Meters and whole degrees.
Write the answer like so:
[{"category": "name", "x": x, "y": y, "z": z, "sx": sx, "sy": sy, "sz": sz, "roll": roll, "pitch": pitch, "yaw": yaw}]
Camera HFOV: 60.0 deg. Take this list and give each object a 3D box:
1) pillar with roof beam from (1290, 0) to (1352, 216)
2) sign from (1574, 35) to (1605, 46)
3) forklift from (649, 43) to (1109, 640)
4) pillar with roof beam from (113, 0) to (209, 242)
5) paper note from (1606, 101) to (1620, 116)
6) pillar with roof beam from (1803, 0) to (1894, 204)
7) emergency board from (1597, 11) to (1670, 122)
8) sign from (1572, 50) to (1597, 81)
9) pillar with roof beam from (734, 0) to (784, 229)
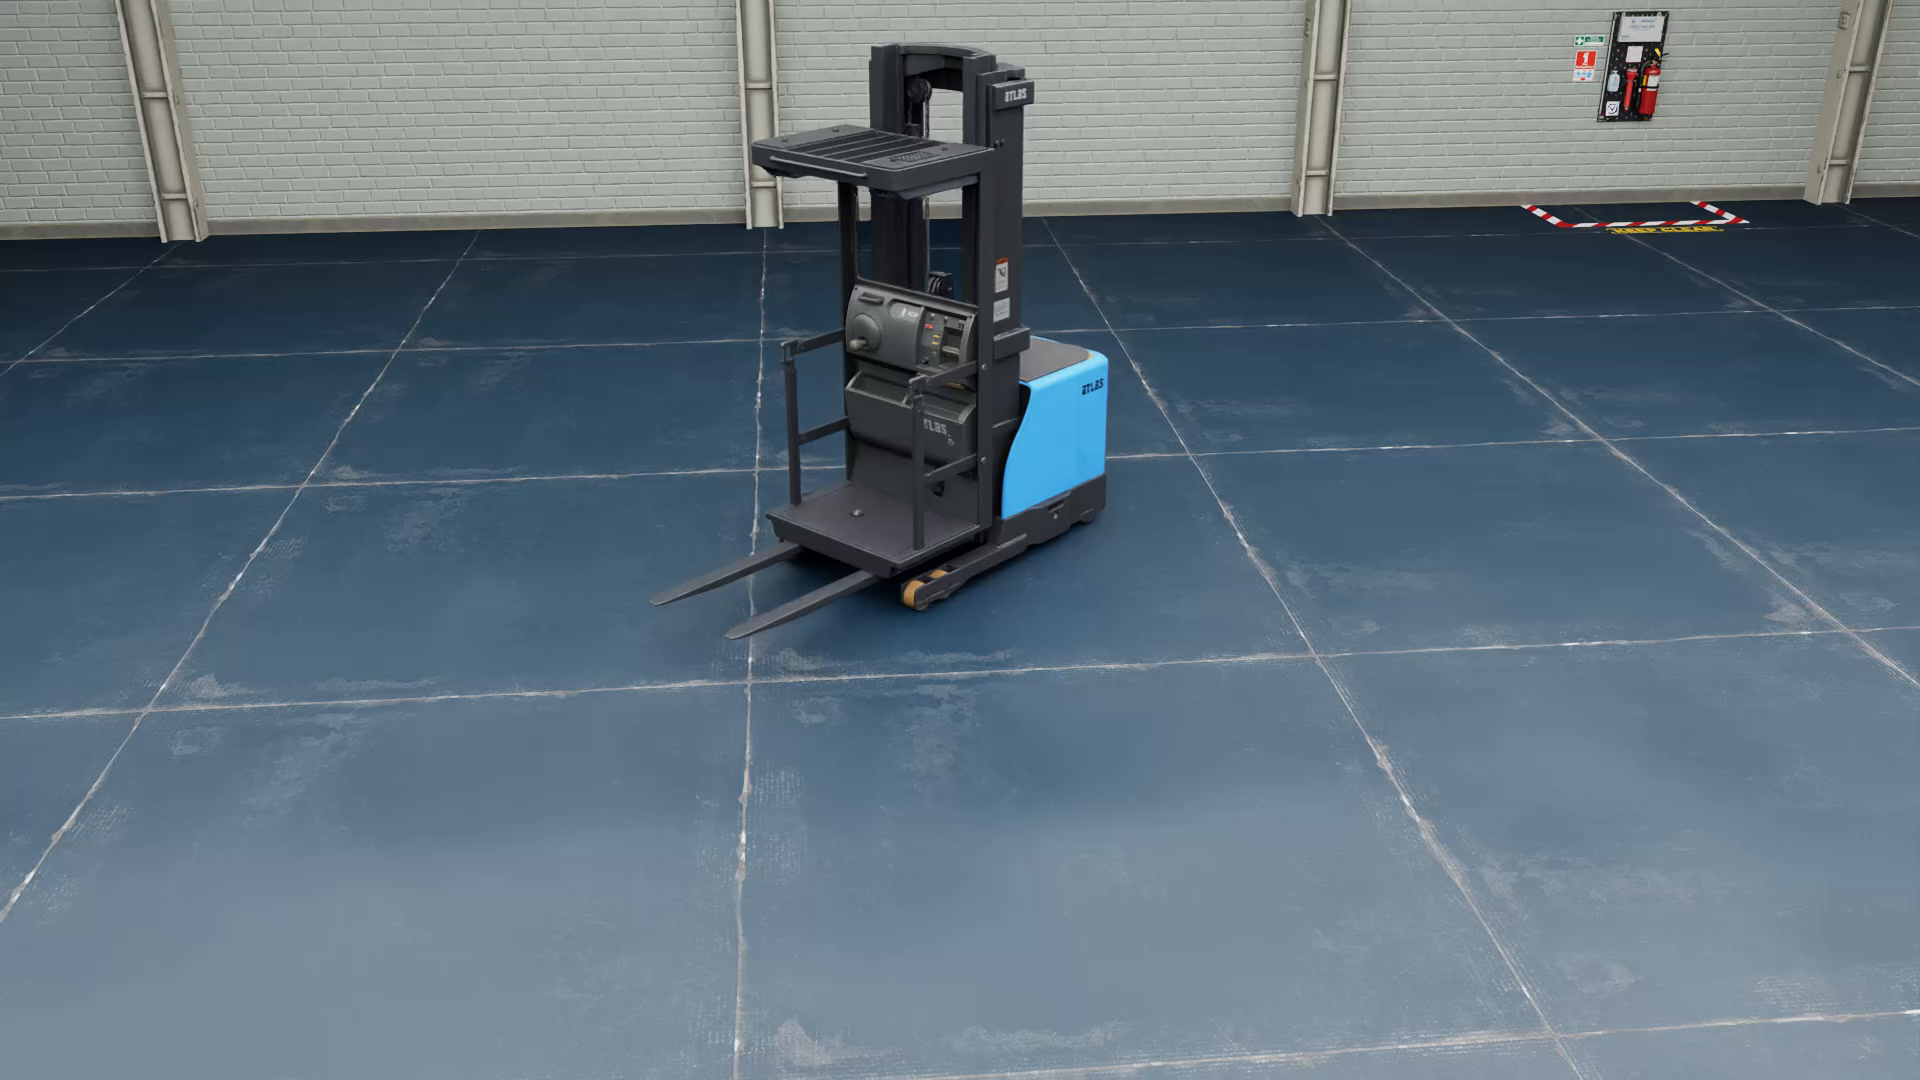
[{"category": "pillar with roof beam", "x": 4.304, "y": -5.991, "z": 12.649, "sx": 0.400, "sy": 9.000, "sz": 9.100, "roll": -2, "pitch": 24, "yaw": -5}, {"category": "sign", "x": 6.834, "y": -5.420, "z": 18.056, "sx": 0.331, "sy": 0.109, "sz": 0.001, "roll": -2, "pitch": 24, "yaw": -5}, {"category": "forklift", "x": -0.426, "y": -1.175, "z": 9.285, "sx": 1.130, "sy": 2.935, "sz": 3.031, "roll": 20, "pitch": 31, "yaw": 37}, {"category": "pillar with roof beam", "x": -7.637, "y": -5.512, "z": 11.571, "sx": 0.400, "sy": 9.000, "sz": 9.100, "roll": -2, "pitch": 24, "yaw": -5}, {"category": "paper note", "x": 7.206, "y": -4.764, "z": 18.360, "sx": 0.142, "sy": 0.148, "sz": 0.016, "roll": -2, "pitch": 24, "yaw": -5}, {"category": "pillar with roof beam", "x": 10.275, "y": -6.230, "z": 13.188, "sx": 0.400, "sy": 9.000, "sz": 9.100, "roll": -2, "pitch": 24, "yaw": -5}, {"category": "emergency board", "x": 7.389, "y": -5.146, "z": 18.134, "sx": 0.643, "sy": 1.169, "sz": 0.194, "roll": -2, "pitch": 24, "yaw": -5}, {"category": "sign", "x": 6.829, "y": -5.182, "z": 18.171, "sx": 0.234, "sy": 0.329, "sz": 0.001, "roll": -2, "pitch": 24, "yaw": -5}, {"category": "pillar with roof beam", "x": -1.666, "y": -5.751, "z": 12.110, "sx": 0.400, "sy": 9.000, "sz": 9.100, "roll": -2, "pitch": 24, "yaw": -5}]
